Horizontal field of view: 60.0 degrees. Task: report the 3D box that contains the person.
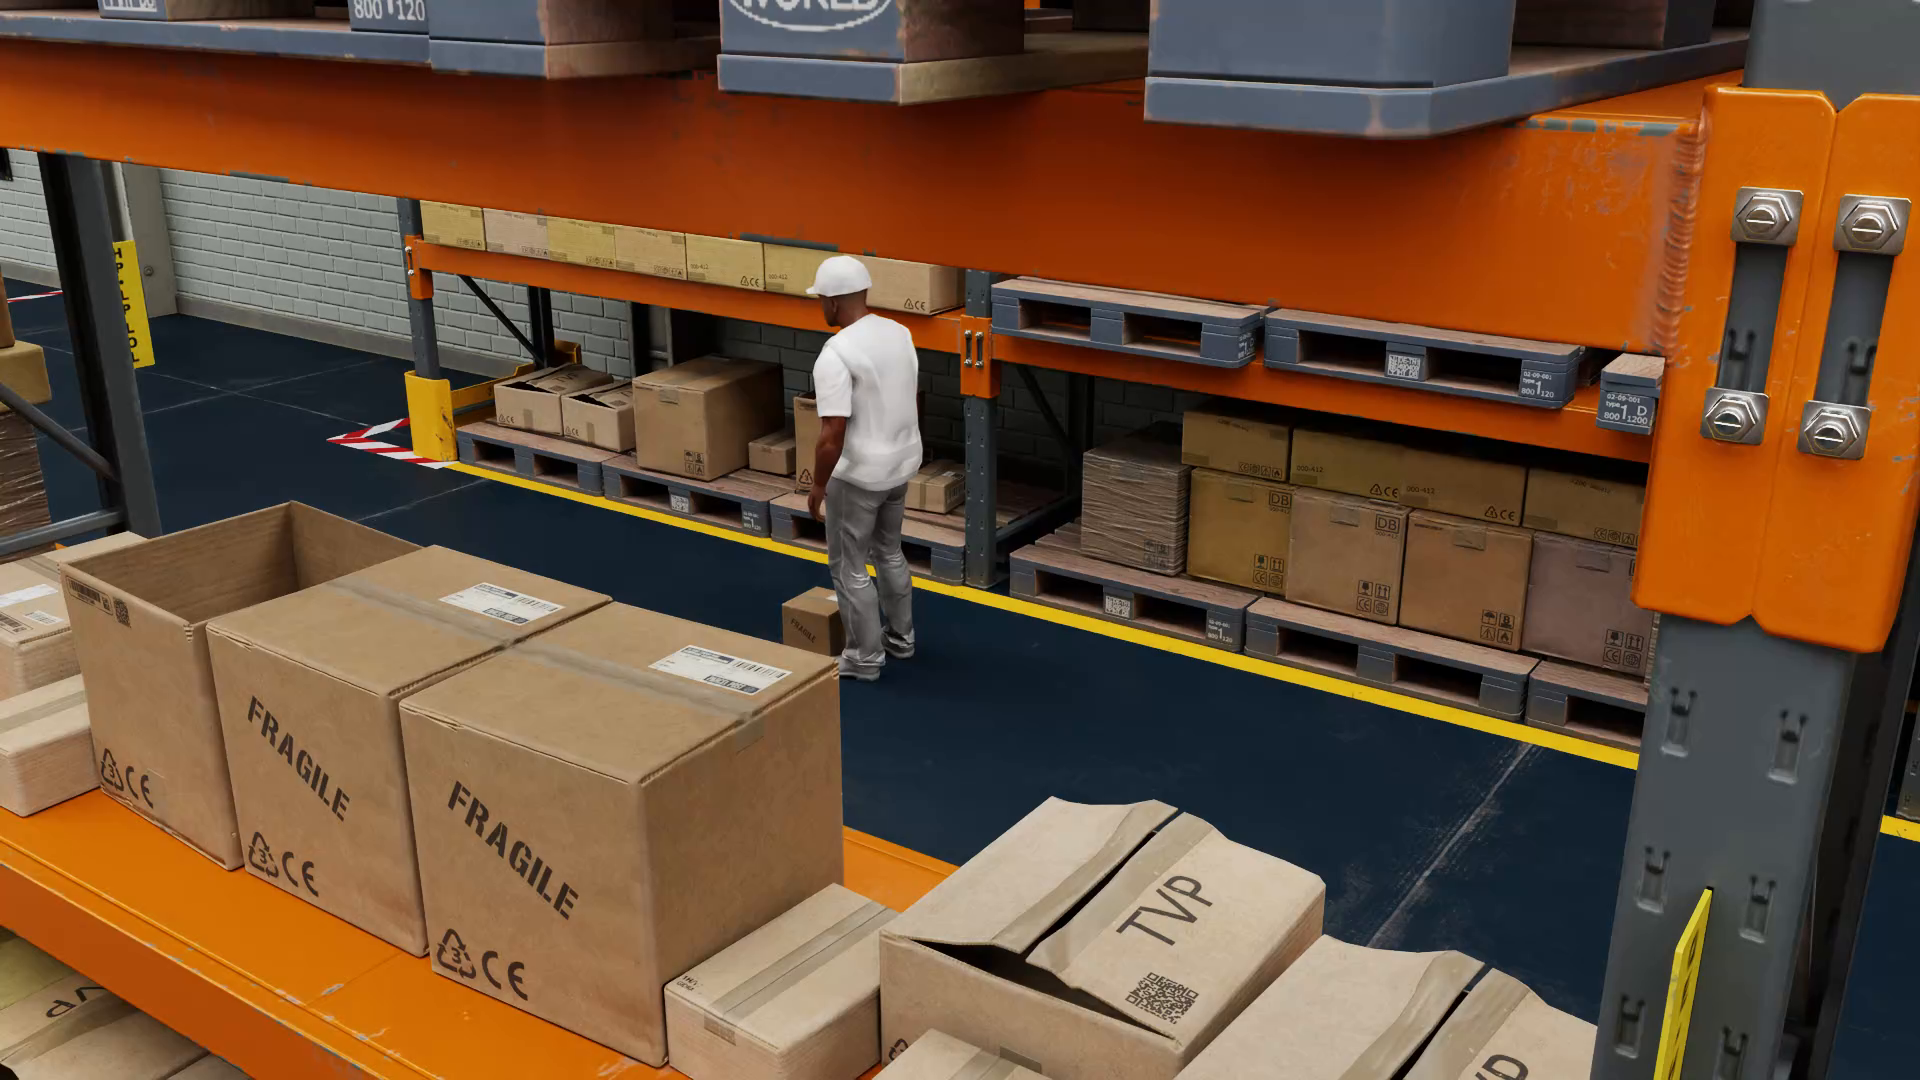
[{"bbox_3d":[-0.403,-0.292,6.859,0.459,1.761,0.627,13,23,32],"label":"person"}]
